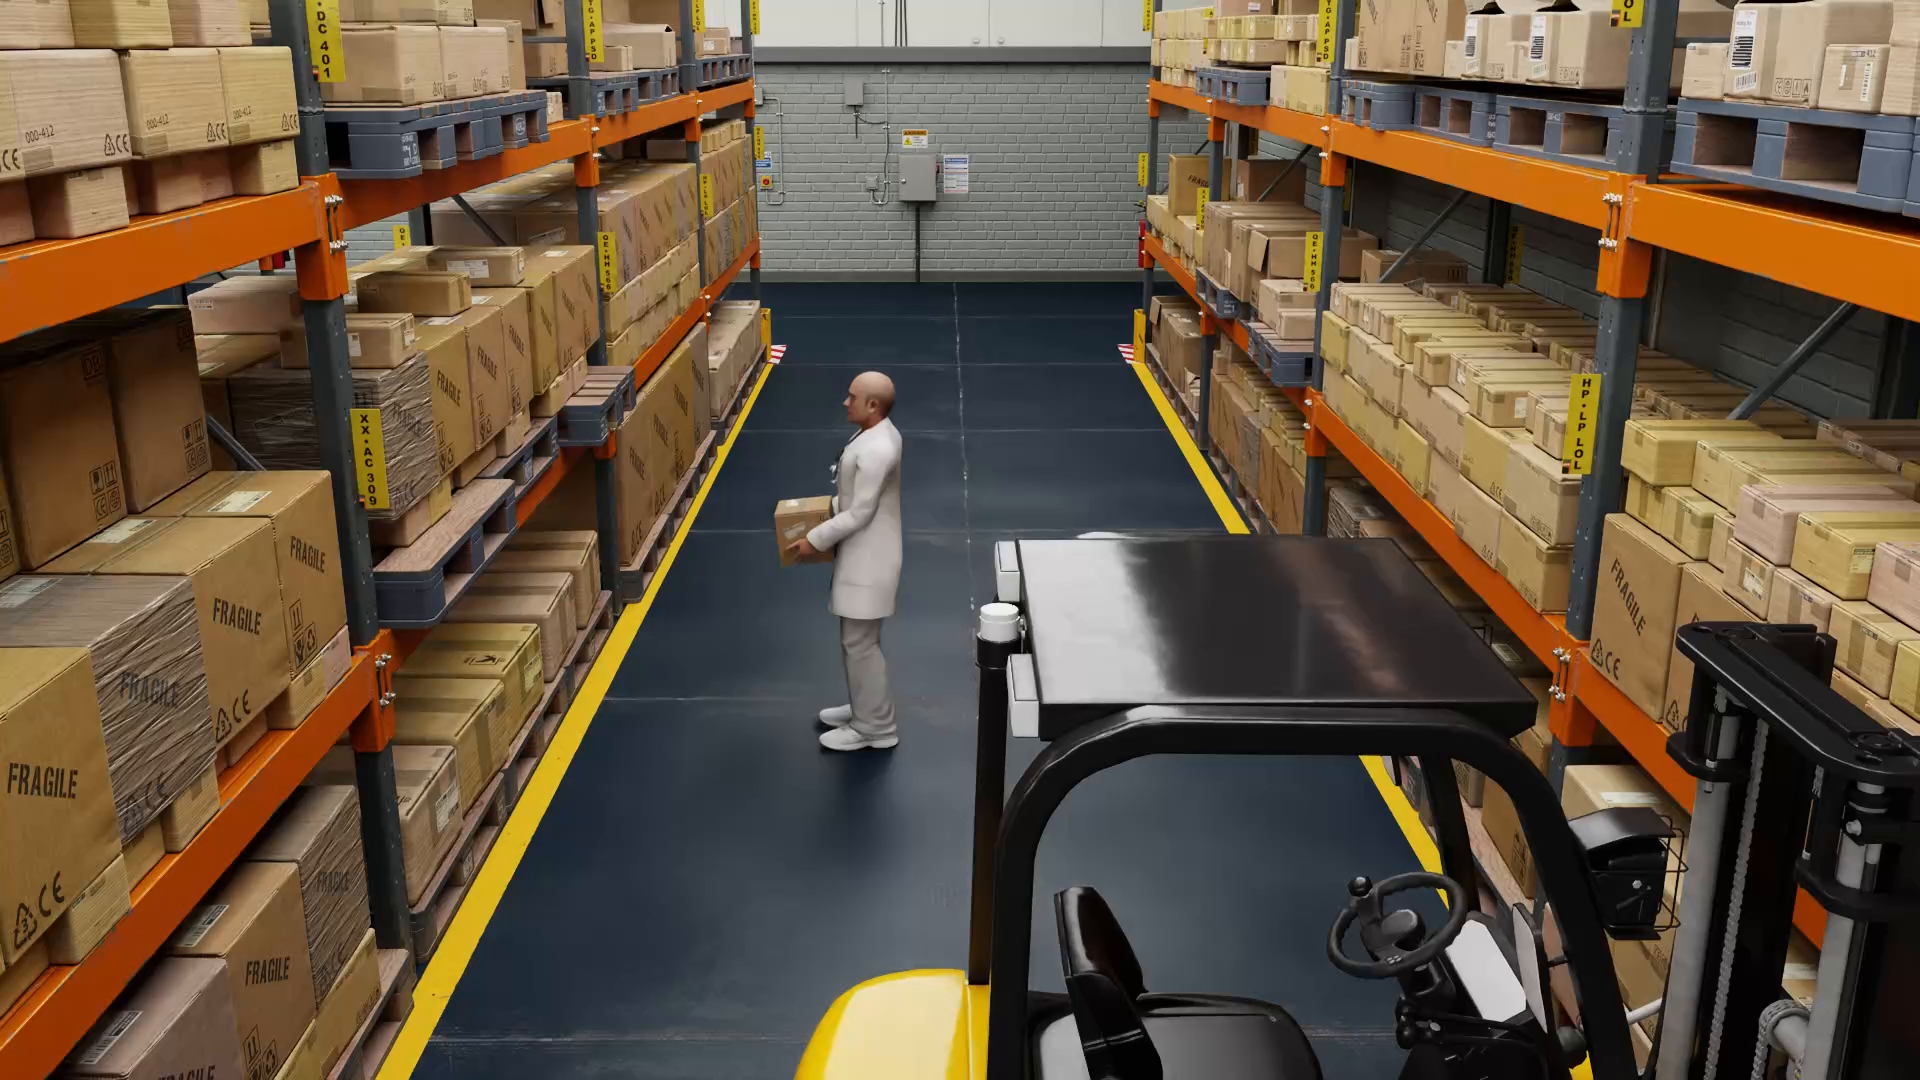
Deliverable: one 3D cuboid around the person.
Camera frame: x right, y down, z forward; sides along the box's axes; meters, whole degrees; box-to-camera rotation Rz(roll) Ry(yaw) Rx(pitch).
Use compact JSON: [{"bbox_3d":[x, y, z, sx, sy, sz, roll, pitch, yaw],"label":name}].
[{"bbox_3d":[-0.534,0.092,7.754,0.535,1.780,0.548,0,17,-1],"label":"person"}]
